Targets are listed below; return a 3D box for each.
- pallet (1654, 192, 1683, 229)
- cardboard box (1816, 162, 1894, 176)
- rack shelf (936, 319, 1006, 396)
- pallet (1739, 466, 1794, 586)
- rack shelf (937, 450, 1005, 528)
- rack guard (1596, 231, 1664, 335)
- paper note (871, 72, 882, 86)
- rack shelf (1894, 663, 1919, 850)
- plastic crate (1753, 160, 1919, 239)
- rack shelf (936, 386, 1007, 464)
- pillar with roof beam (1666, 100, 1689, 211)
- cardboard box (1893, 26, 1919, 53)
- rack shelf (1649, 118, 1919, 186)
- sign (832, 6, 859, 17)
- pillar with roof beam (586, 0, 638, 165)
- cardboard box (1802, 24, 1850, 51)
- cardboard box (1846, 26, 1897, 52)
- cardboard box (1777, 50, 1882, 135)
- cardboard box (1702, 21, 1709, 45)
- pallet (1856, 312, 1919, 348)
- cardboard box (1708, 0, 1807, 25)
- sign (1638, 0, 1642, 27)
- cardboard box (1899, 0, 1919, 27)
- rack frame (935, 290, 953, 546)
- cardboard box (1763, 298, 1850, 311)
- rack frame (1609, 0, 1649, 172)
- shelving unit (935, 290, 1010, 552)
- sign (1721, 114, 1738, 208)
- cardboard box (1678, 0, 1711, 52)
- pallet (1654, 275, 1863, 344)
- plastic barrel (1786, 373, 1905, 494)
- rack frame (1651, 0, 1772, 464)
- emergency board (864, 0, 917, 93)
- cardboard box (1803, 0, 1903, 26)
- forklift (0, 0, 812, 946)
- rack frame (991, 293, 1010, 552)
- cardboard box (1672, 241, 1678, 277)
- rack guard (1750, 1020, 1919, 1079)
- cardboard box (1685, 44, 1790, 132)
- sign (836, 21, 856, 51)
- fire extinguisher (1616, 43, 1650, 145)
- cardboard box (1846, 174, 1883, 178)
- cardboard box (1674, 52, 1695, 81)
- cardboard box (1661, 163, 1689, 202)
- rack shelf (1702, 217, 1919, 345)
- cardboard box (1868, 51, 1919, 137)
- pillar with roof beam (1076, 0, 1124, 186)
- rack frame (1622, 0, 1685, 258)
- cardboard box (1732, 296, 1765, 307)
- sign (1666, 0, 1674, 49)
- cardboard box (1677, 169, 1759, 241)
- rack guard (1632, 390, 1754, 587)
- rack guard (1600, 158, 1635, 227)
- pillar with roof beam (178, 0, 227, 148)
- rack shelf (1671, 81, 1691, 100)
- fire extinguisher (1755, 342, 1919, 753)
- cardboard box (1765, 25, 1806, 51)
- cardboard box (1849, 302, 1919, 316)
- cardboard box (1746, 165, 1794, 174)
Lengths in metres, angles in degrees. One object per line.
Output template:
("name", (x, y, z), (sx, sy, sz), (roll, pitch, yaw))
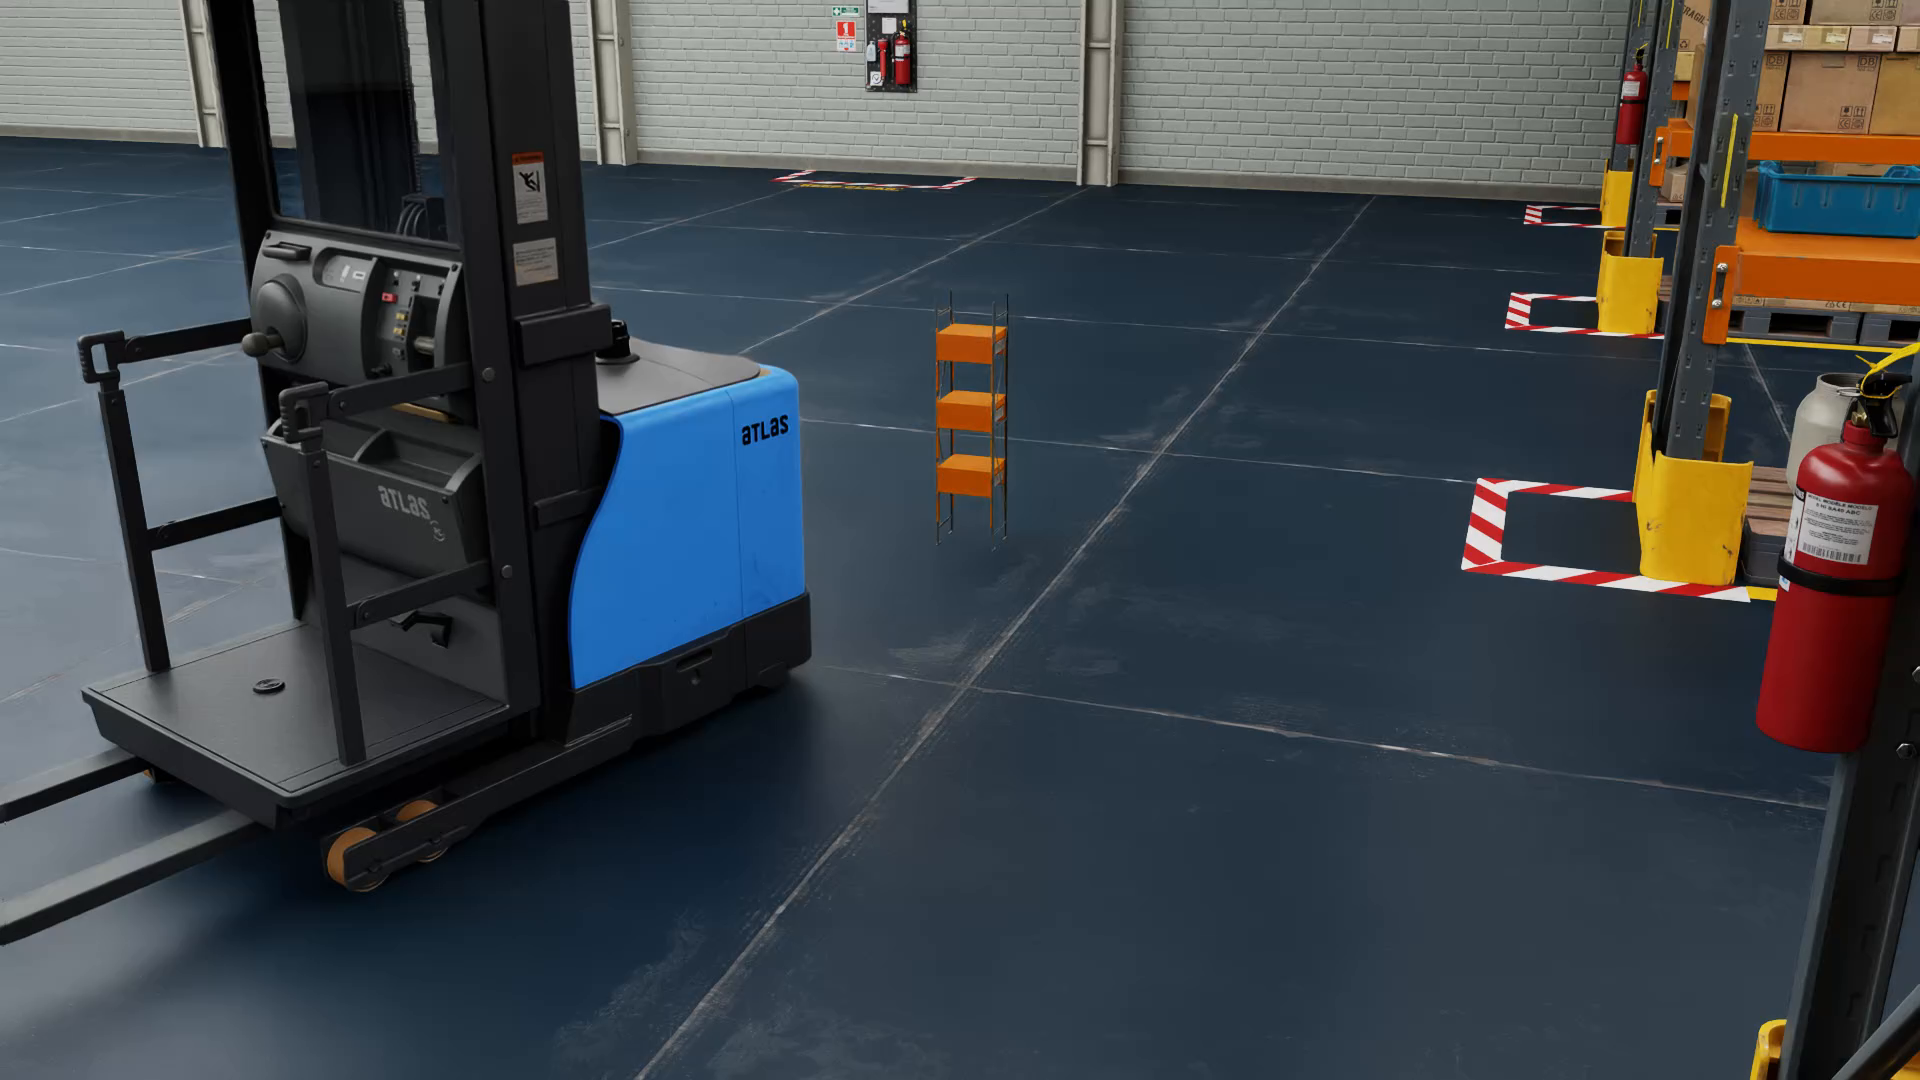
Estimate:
("pallet", (7.066, -3.078, 15.585), (1.213, 0.211, 1.003), (7, 20, 18))
("cardboard box", (8.078, -3.270, 15.028), (0.500, 0.500, 0.700), (5, 20, 15))
("rack shelf", (0.051, -0.748, 6.797), (0.240, 0.259, 0.215), (7, 20, 18))
("pallet", (3.840, -0.021, 6.816), (1.213, 0.211, 1.003), (7, 20, 18))
("rack shelf", (0.051, -0.218, 6.982), (0.240, 0.259, 0.215), (7, 20, 18))
("rack guard", (4.594, -1.783, 11.431), (0.348, 0.500, 1.175), (7, 20, 18))
("paper note", (-0.950, -5.246, 18.908), (0.142, 0.148, 0.016), (7, 20, 18))
("rack shelf", (3.251, 0.675, 1.676), (4.000, 0.370, 1.077), (7, 20, 18))
("plastic crate", (3.558, -1.390, 6.732), (0.616, 0.251, 0.499), (7, 20, 18))
("rack shelf", (0.051, -0.480, 6.890), (0.240, 0.259, 0.215), (7, 20, 18))
("pillar with roof beam", (5.771, -6.189, 11.160), (0.400, 9.000, 9.100), (7, 20, 18))
("cardboard box", (5.892, -3.094, 10.257), (0.250, 0.149, 0.380), (6, 20, 16))
("rack shelf", (6.506, -2.405, 10.511), (4.000, 0.370, 1.077), (7, 20, 18))
("sign", (-1.293, -5.977, 18.807), (0.331, 0.109, 0.001), (7, 20, 18))
("pillar with roof beam", (-5.564, -7.485, 14.878), (0.400, 9.000, 9.100), (7, 20, 18))
("cardboard box", (5.402, -3.150, 10.418), (0.250, 0.149, 0.380), (7, 20, 18))
("cardboard box", (5.640, -3.122, 10.338), (0.250, 0.149, 0.380), (6, 20, 17))
("cardboard box", (5.551, -2.898, 10.682), (0.500, 0.500, 0.700), (7, 20, 19))
("cardboard box", (5.040, -3.332, 10.941), (0.250, 0.149, 0.380), (6, 20, 17))
("pallet", (6.501, -1.442, 10.892), (1.213, 0.211, 1.003), (7, 20, 18))
("cardboard box", (5.103, -3.560, 10.610), (0.500, 0.500, 0.700), (7, 20, 18))
("sign", (6.061, -4.741, 14.806), (0.005, 0.325, 0.100), (7, 20, 18))
("cardboard box", (6.078, -3.451, 10.297), (0.500, 0.500, 0.700), (7, 20, 18))
("rack frame", (-0.065, -0.503, 6.925), (0.008, 1.050, 0.200), (7, 20, 18))
("cardboard box", (5.524, -1.681, 10.880), (0.500, 0.250, 0.500), (7, 20, 18))
("rack frame", (6.239, -4.501, 15.432), (0.127, 3.000, 1.000), (7, 20, 18))
("shelving unit", (0.051, -0.490, 6.887), (0.252, 1.050, 0.215), (7, 20, 18))
("sign", (2.803, -1.381, 6.061), (0.005, 0.325, 0.100), (7, 20, 18))
("cardboard box", (6.591, -4.649, 14.914), (0.500, 0.500, 0.500), (7, 20, 18))
("pallet", (5.353, -1.574, 11.272), (1.213, 0.211, 1.003), (7, 20, 18))
("plastic barrel", (3.634, -0.397, 6.800), (0.421, 0.512, 0.421), (0, 19, 0))
("rack frame", (2.987, -1.421, 6.595), (0.127, 3.000, 1.000), (7, 20, 18))
("emergency board", (-0.806, -5.622, 18.646), (0.643, 1.169, 0.194), (7, 20, 18))
("cardboard box", (5.602, -3.505, 10.452), (0.500, 0.500, 0.700), (6, 20, 17))
("forklift", (-1.809, -0.636, 4.446), (1.130, 2.935, 3.031), (14, 24, 35))
("rack frame", (0.166, -0.477, 6.849), (0.008, 1.050, 0.200), (7, 20, 18))
("cardboard box", (5.220, -1.895, 11.493), (0.500, 0.250, 0.500), (7, 20, 18))
("rack guard", (1.434, 1.308, 2.565), (0.348, 0.500, 1.175), (7, 20, 18))
("cardboard box", (5.053, -2.953, 10.840), (0.500, 0.500, 0.700), (7, 20, 18))
("sign", (-1.294, -5.730, 18.904), (0.234, 0.329, 0.001), (7, 20, 18))
("fire extinguisher", (4.657, -3.081, 11.476), (0.183, 0.674, 0.296), (7, 20, 18))
("cardboard box", (6.170, -2.146, 11.075), (0.500, 0.500, 0.500), (7, 20, 18))
("cardboard box", (6.595, -4.288, 15.019), (0.500, 0.250, 0.500), (6, 20, 16))
("cardboard box", (6.863, -3.337, 15.508), (0.500, 0.311, 0.500), (4, 20, 12))
("rack shelf", (4.877, -0.865, 6.094), (4.000, 0.370, 1.077), (7, 20, 18))
("cardboard box", (6.018, -2.843, 10.523), (0.500, 0.500, 0.700), (7, 20, 18))
("pillar with roof beam", (0.103, -6.837, 13.019), (0.400, 9.000, 9.100), (7, 20, 18))
("rack frame", (4.617, -2.961, 11.013), (0.127, 3.000, 1.000), (7, 20, 18))
("cardboard box", (5.050, -1.733, 11.031), (0.500, 0.250, 0.500), (7, 20, 18))
("sign", (4.429, -3.235, 10.364), (0.005, 0.325, 0.100), (7, 20, 18))
("cardboard box", (5.221, -2.249, 11.372), (0.500, 0.500, 0.500), (7, 20, 18))
("rack guard", (3.075, -0.247, 7.025), (0.348, 0.500, 1.175), (7, 20, 18))
("rack guard", (6.310, -3.313, 15.820), (0.348, 0.500, 1.175), (7, 20, 18))
("pillar with roof beam", (-11.232, -8.133, 16.737), (0.400, 9.000, 9.100), (7, 20, 18))
("rack shelf", (8.128, -3.946, 14.931), (4.000, 0.370, 1.077), (7, 20, 18))
("fire extinguisher", (1.405, 0.000, 2.637), (0.183, 0.674, 0.296), (7, 20, 18))
("cardboard box", (5.167, -3.177, 10.496), (0.250, 0.149, 0.380), (6, 20, 17))
("cardboard box", (5.996, -1.626, 10.724), (0.500, 0.250, 0.500), (7, 20, 18))
("cardboard box", (7.401, -3.275, 15.331), (0.500, 0.311, 0.500), (8, 21, 23))
